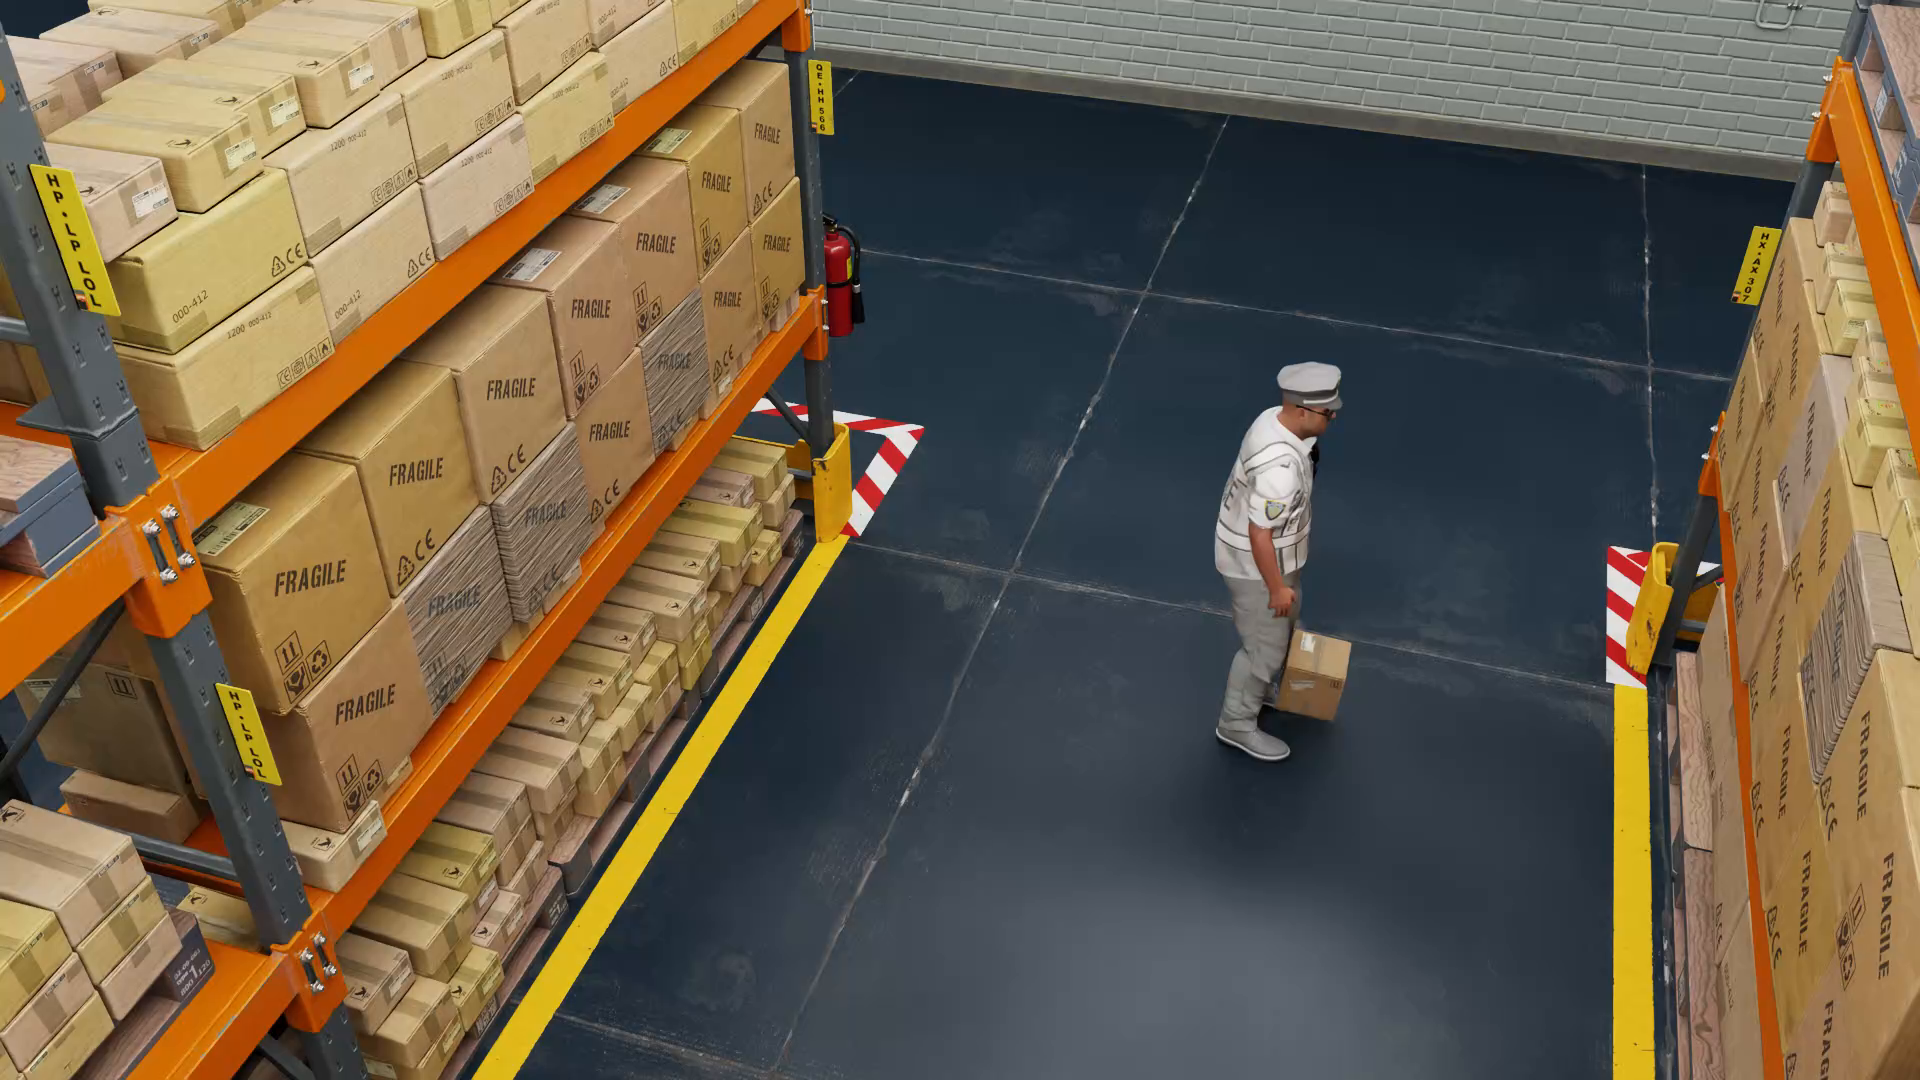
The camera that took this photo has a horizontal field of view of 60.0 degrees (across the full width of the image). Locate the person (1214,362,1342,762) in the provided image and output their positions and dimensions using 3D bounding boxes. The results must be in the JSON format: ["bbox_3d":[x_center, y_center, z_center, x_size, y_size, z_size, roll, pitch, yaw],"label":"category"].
[{"bbox_3d":[1.278,0.065,6.797,0.476,1.749,0.570,10,38,12],"label":"person"}]
